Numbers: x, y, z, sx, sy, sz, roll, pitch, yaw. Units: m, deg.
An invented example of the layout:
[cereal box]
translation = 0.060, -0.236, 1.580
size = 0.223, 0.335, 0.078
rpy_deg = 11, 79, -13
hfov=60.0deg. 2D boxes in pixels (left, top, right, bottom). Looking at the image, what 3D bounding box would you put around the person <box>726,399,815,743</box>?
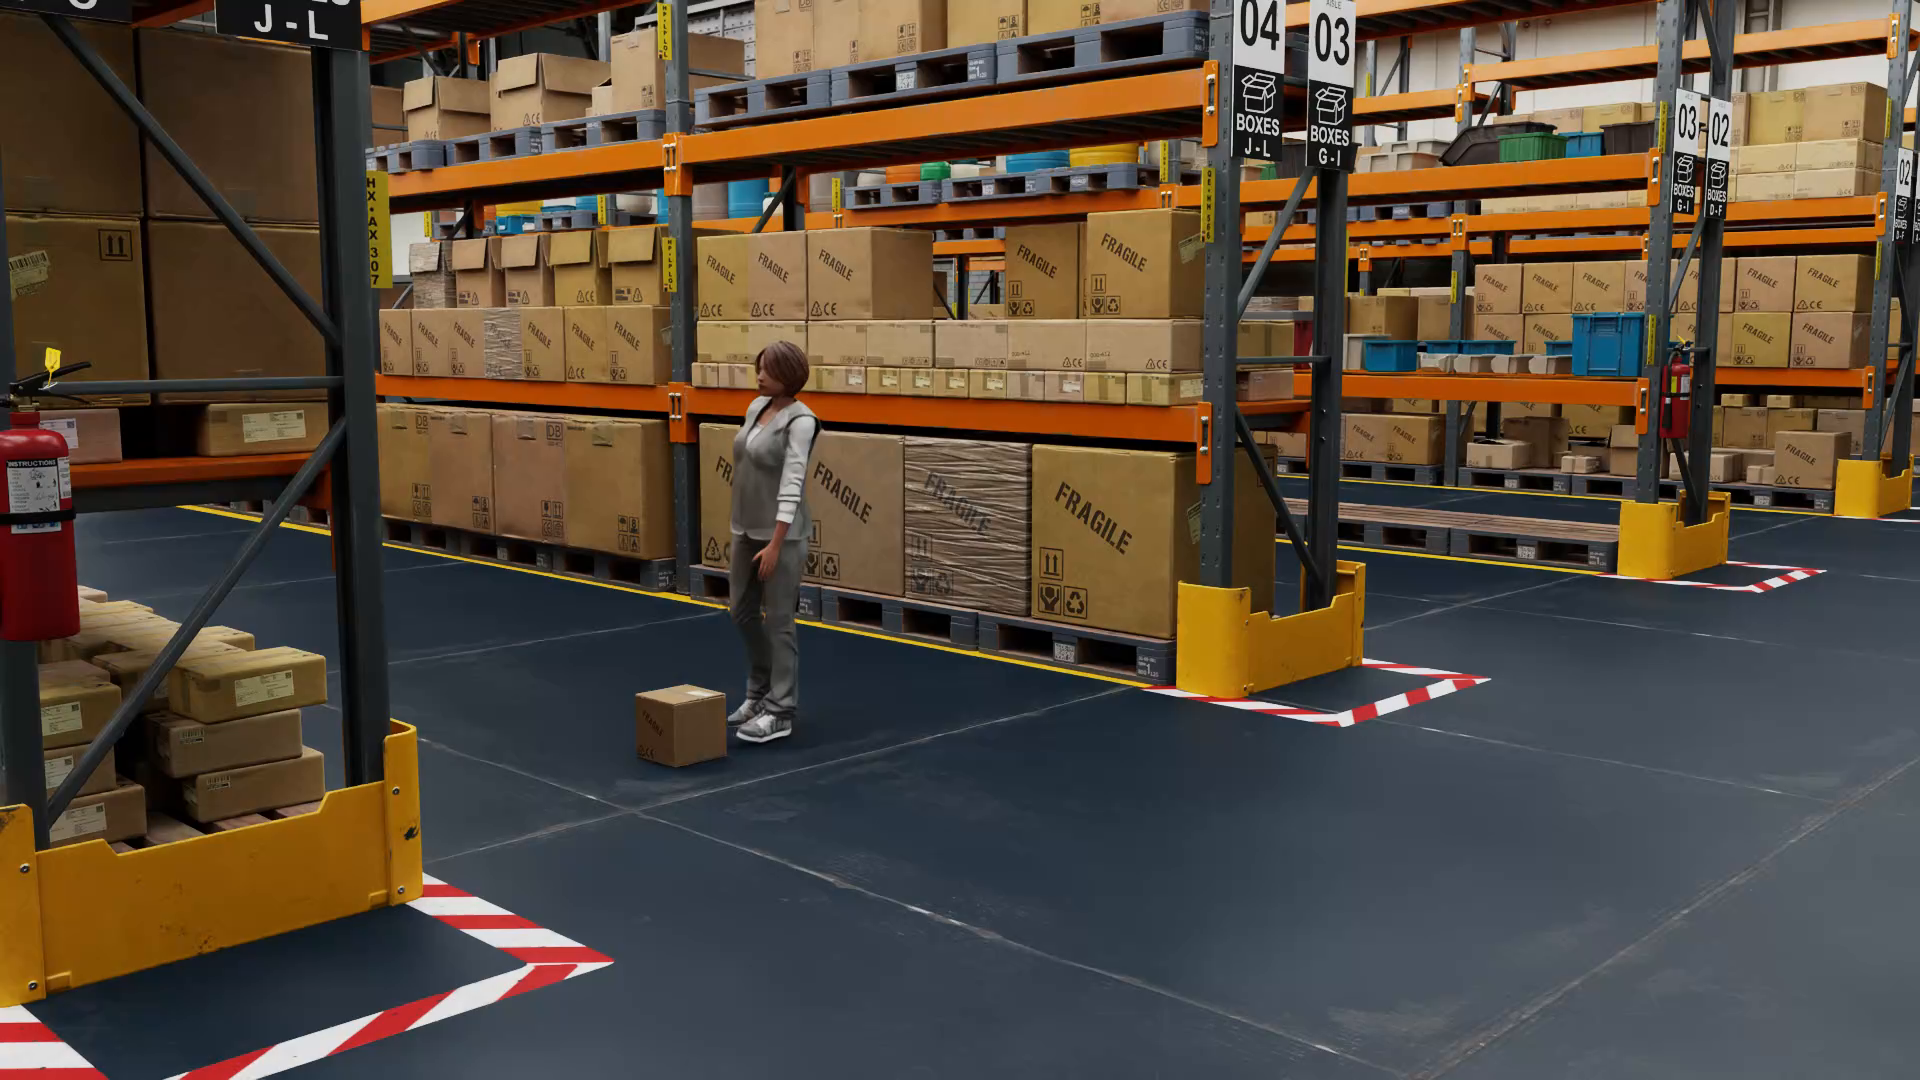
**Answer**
[person]
translation = -0.789, 0.127, 6.732
size = 0.511, 1.391, 0.393
rpy_deg = 7, 10, 43
